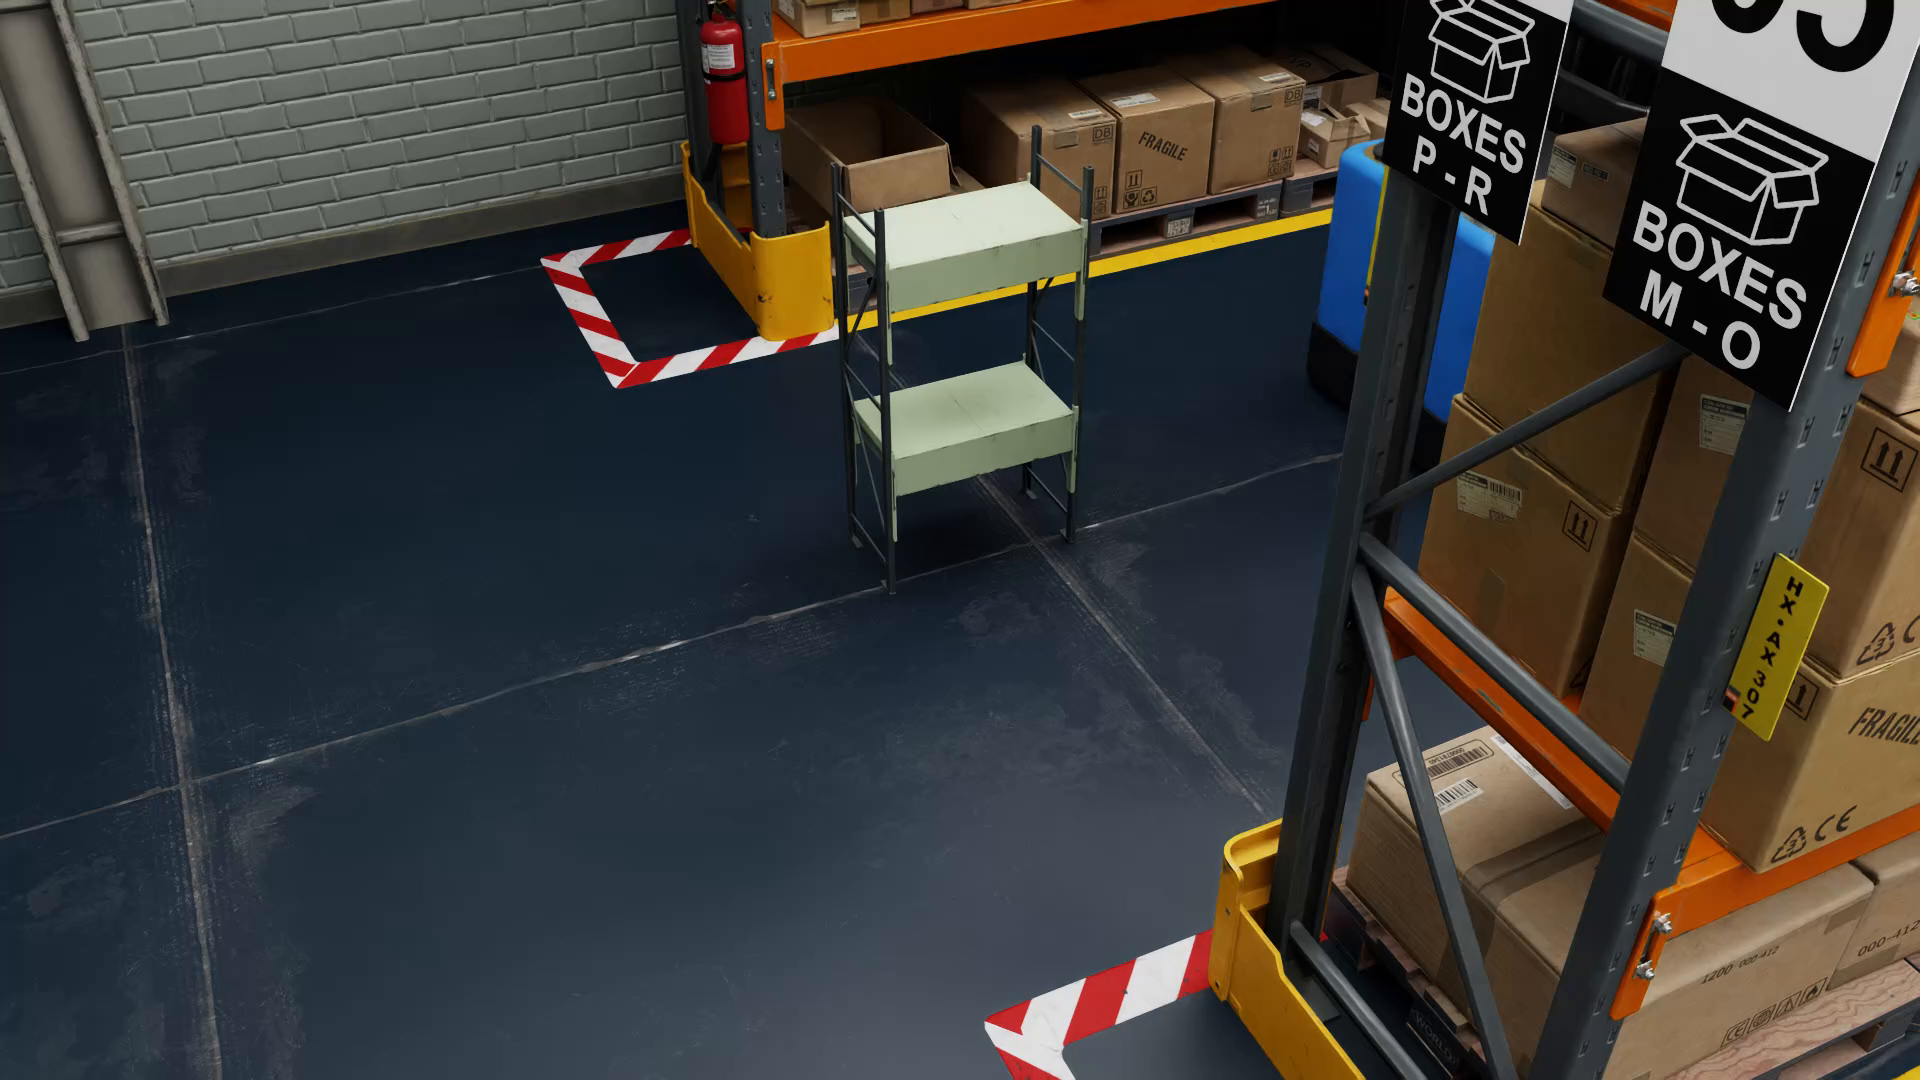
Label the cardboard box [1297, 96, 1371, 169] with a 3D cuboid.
[{"bbox_3d":[1.895,-2.113,8.523,0.258,0.266,0.396,-14,39,-18],"label":"cardboard box"}]

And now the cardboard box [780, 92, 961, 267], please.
[{"bbox_3d":[-0.429,-1.689,7.753,0.637,0.503,0.797,-17,40,-22],"label":"cardboard box"}]

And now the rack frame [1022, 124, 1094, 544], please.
[{"bbox_3d":[0.337,-0.697,5.930,0.023,1.500,0.400,-16,39,-20],"label":"rack frame"}]

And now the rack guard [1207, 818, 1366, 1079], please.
[{"bbox_3d":[1.068,1.266,4.123,0.348,0.500,1.175,-16,39,-20],"label":"rack guard"}]

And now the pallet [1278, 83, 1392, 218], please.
[{"bbox_3d":[1.976,-2.139,8.956,1.213,0.211,1.003,-16,39,-20],"label":"pallet"}]

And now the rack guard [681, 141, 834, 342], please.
[{"bbox_3d":[-0.954,-1.435,7.765,0.348,0.500,1.175,-16,39,-20],"label":"rack guard"}]

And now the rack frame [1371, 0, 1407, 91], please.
[{"bbox_3d":[2.598,-3.432,8.359,0.127,3.000,1.000,-16,39,-20],"label":"rack frame"}]

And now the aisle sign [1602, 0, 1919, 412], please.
[{"bbox_3d":[1.148,-0.613,2.377,0.004,0.787,0.394,-16,39,-20],"label":"aisle sign"}]

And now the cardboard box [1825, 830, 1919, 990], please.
[{"bbox_3d":[2.469,0.660,4.641,0.875,0.438,0.875,-15,39,-19],"label":"cardboard box"}]

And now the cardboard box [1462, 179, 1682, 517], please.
[{"bbox_3d":[1.425,-0.436,3.396,0.500,0.500,0.500,-14,39,-18],"label":"cardboard box"}]

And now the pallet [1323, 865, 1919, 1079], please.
[{"bbox_3d":[1.780,1.132,4.547,1.213,0.211,1.003,-16,39,-20],"label":"pallet"}]

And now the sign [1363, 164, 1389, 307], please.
[{"bbox_3d":[0.872,-0.600,3.370,0.005,0.325,0.100,-16,39,-20],"label":"sign"}]

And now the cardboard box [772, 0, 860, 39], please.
[{"bbox_3d":[-0.609,-2.254,6.982,0.250,0.149,0.380,-16,39,-20],"label":"cardboard box"}]

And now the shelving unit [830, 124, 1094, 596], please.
[{"bbox_3d":[0.006,-0.604,5.805,0.755,1.500,0.431,-16,39,-20],"label":"shelving unit"}]

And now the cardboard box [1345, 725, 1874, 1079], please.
[{"bbox_3d":[1.645,0.896,4.323,0.875,0.438,0.875,-17,40,-21],"label":"cardboard box"}]

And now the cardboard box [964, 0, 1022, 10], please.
[{"bbox_3d":[0.080,-2.459,7.259,0.250,0.149,0.380,-14,39,-19],"label":"cardboard box"}]

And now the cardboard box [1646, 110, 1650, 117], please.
[{"bbox_3d":[1.549,-0.722,3.238,0.250,0.149,0.380,-15,39,-19],"label":"cardboard box"}]

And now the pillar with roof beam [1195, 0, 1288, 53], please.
[{"bbox_3d":[3.414,-3.830,3.860,0.400,9.000,9.100,-16,39,-20],"label":"pillar with roof beam"}]

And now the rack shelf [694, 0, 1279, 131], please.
[{"bbox_3d":[0.788,-2.637,7.891,4.000,0.370,1.077,-16,39,-20],"label":"rack shelf"}]

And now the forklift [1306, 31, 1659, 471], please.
[{"bbox_3d":[3.043,-1.967,6.441,3.031,2.935,1.130,-15,39,-19],"label":"forklift"}]

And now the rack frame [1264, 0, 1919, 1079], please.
[{"bbox_3d":[1.090,0.256,3.386,0.127,3.000,1.000,-16,39,-20],"label":"rack frame"}]

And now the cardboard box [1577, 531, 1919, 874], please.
[{"bbox_3d":[1.646,0.250,3.312,0.500,0.500,0.500,-16,39,-20],"label":"cardboard box"}]

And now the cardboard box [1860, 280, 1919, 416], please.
[{"bbox_3d":[1.529,-0.386,2.785,0.250,0.149,0.380,-15,39,-19],"label":"cardboard box"}]

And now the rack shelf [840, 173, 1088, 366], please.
[{"bbox_3d":[0.006,-0.918,5.573,0.720,0.370,0.431,-16,39,-20],"label":"rack shelf"}]

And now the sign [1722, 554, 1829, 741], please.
[{"bbox_3d":[1.320,0.178,2.699,0.005,0.325,0.100,-16,39,-20],"label":"sign"}]

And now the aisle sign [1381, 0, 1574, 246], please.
[{"bbox_3d":[0.893,-0.937,2.813,0.004,0.787,0.394,-16,39,-20],"label":"aisle sign"}]

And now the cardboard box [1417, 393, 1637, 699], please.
[{"bbox_3d":[1.414,-0.049,3.714,0.500,0.500,0.500,-15,39,-20],"label":"cardboard box"}]

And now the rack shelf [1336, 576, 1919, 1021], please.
[{"bbox_3d":[2.900,0.039,4.283,4.000,0.370,1.077,-16,39,-20],"label":"rack shelf"}]

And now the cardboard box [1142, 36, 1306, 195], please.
[{"bbox_3d":[1.301,-2.146,8.371,0.500,0.500,0.700,-17,40,-22],"label":"cardboard box"}]

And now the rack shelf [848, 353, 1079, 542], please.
[{"bbox_3d":[0.006,-0.342,6.000,0.720,0.370,0.431,-16,39,-20],"label":"rack shelf"}]

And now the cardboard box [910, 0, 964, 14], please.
[{"bbox_3d":[-0.175,-2.428,7.217,0.250,0.149,0.380,-16,40,-21],"label":"cardboard box"}]

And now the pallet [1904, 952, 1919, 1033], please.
[{"bbox_3d":[2.883,0.825,4.960,1.213,0.211,1.003,-16,39,-20],"label":"pallet"}]

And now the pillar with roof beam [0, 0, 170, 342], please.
[{"bbox_3d":[-2.017,-2.311,1.812,0.400,9.000,9.100,-16,39,-20],"label":"pillar with roof beam"}]

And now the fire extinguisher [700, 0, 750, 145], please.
[{"bbox_3d":[-0.960,-1.952,6.742,0.183,0.674,0.296,-16,39,-20],"label":"fire extinguisher"}]

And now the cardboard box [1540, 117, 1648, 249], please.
[{"bbox_3d":[1.329,-0.645,3.134,0.250,0.149,0.380,-15,39,-19],"label":"cardboard box"}]

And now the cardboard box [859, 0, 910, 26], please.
[{"bbox_3d":[-0.398,-2.343,7.102,0.250,0.149,0.380,-15,39,-19],"label":"cardboard box"}]

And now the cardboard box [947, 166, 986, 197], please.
[{"bbox_3d":[-0.028,-1.633,7.975,0.250,0.149,0.380,-17,40,-22],"label":"cardboard box"}]

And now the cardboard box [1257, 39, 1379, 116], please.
[{"bbox_3d":[1.900,-2.481,8.981,0.500,0.311,0.500,-14,39,-18],"label":"cardboard box"}]

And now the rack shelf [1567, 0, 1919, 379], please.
[{"bbox_3d":[2.900,-1.166,3.390,4.000,0.370,1.077,-16,39,-20],"label":"rack shelf"}]

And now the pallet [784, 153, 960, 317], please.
[{"bbox_3d":[-0.233,-1.521,8.124,1.213,0.211,1.003,-16,39,-20],"label":"pallet"}]

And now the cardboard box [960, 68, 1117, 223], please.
[{"bbox_3d":[0.361,-1.883,8.017,0.500,0.500,0.700,-14,39,-18],"label":"cardboard box"}]

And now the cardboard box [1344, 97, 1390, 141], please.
[{"bbox_3d":[2.219,-2.156,8.680,0.250,0.149,0.380,-17,40,-21],"label":"cardboard box"}]

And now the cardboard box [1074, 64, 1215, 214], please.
[{"bbox_3d":[0.883,-1.963,8.125,0.500,0.500,0.500,-15,39,-19],"label":"cardboard box"}]

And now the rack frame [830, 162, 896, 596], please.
[{"bbox_3d":[-0.325,-0.511,5.681,0.023,1.500,0.400,-16,39,-20],"label":"rack frame"}]

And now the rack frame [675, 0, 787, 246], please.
[{"bbox_3d":[-1.023,-2.419,6.994,0.127,3.000,1.000,-16,39,-20],"label":"rack frame"}]

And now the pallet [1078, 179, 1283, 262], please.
[{"bbox_3d":[0.870,-1.827,8.537,1.213,0.211,1.003,-16,39,-20],"label":"pallet"}]

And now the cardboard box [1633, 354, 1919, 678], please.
[{"bbox_3d":[1.645,-0.153,3.015,0.500,0.500,0.500,-16,40,-21],"label":"cardboard box"}]

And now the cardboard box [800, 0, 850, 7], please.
[{"bbox_3d":[-0.498,-2.448,6.909,0.500,0.250,0.500,-15,39,-20],"label":"cardboard box"}]
